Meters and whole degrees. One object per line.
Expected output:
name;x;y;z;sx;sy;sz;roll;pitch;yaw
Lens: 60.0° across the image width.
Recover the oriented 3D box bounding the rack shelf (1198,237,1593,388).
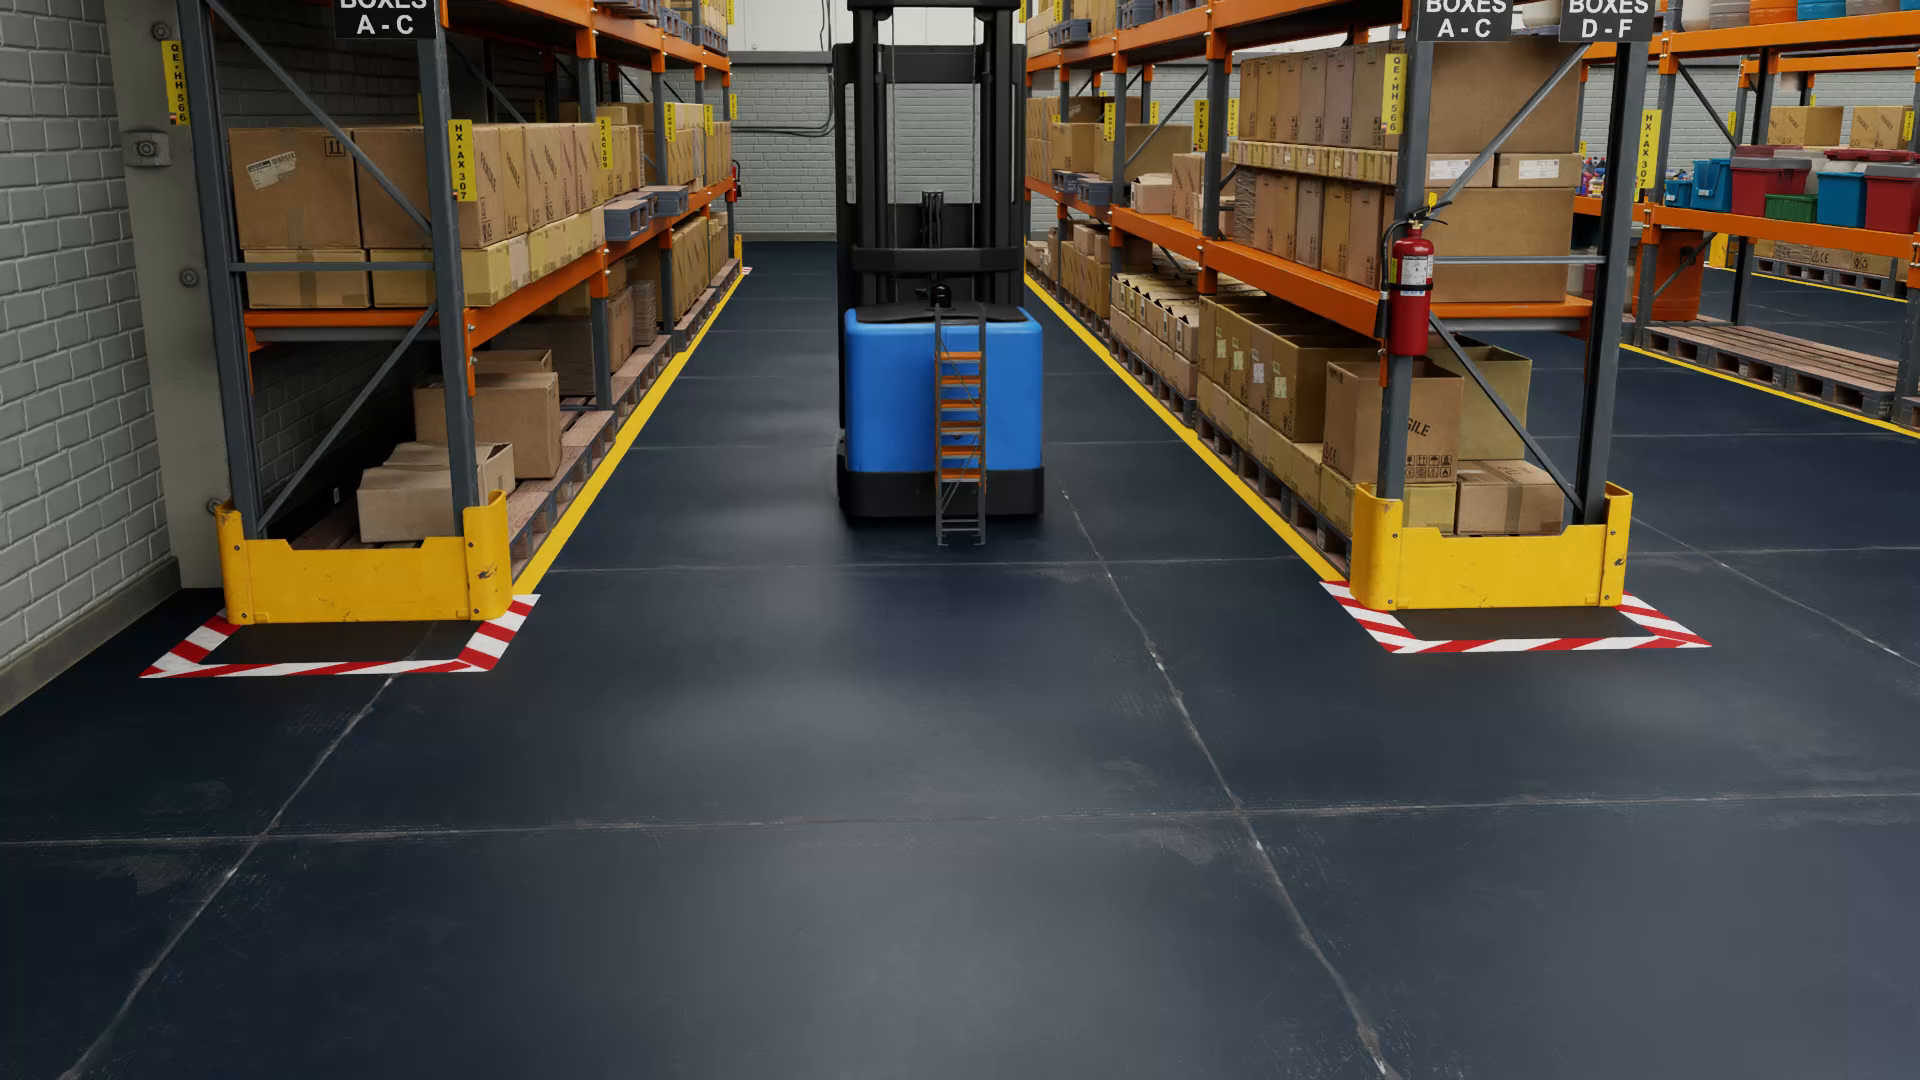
rack shelf;2.243;-1.348;9.191;1.077;0.370;4.000;-1;14;-3

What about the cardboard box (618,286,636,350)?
cardboard box;-3.060;-1.806;13.659;0.700;0.500;0.500;-1;14;-4

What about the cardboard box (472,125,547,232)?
cardboard box;-2.353;-1.797;8.248;0.500;0.500;0.500;-1;14;-5

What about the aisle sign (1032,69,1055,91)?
aisle sign;1.078;-6.450;22.358;0.394;0.787;0.004;-1;14;-3

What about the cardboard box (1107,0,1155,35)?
cardboard box;1.811;-4.798;14.935;0.910;0.500;0.500;-1;14;-3

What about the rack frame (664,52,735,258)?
rack frame;-3.568;-5.101;22.333;1.000;3.000;0.127;-1;14;-3

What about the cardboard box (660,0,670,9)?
cardboard box;-3.277;-5.463;16.634;0.700;0.500;0.500;-1;14;-4

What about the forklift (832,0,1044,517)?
forklift;-0.191;-1.852;9.841;1.130;2.935;3.031;-1;14;-4

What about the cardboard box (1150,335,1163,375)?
cardboard box;1.742;-1.418;12.692;0.500;0.250;0.500;-1;14;-2

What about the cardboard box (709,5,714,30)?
cardboard box;-3.118;-6.041;19.224;0.500;0.250;0.500;-1;14;-5

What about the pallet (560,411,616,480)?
pallet;-2.748;-0.600;10.434;1.003;0.211;1.213;-1;14;-3

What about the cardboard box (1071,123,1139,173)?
cardboard box;1.535;-4.144;17.571;0.700;0.500;0.500;1;14;5

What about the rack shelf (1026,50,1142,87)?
rack shelf;1.499;-5.786;20.417;1.077;0.370;4.000;-1;14;-3

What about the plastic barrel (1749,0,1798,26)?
plastic barrel;6.690;-4.555;13.329;0.600;0.830;0.708;-1;14;-3

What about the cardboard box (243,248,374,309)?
cardboard box;-2.800;-1.172;7.324;0.500;0.250;0.500;-1;14;-3

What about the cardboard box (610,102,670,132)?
cardboard box;-2.845;-3.801;14.937;0.500;0.250;0.500;-1;14;-2

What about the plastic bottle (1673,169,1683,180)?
plastic bottle;7.105;-3.527;16.450;0.061;0.283;0.133;-1;14;-3

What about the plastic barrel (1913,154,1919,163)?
plastic barrel;7.223;-2.577;12.249;0.433;0.535;0.433;0;14;0

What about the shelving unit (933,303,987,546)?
shelving unit;0.001;-0.577;8.363;0.258;1.200;0.189;-1;14;-3

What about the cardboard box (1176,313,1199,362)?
cardboard box;1.808;-1.434;11.630;0.500;0.311;0.500;-1;14;-3

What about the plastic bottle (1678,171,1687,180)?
plastic bottle;7.042;-3.458;16.206;0.097;0.271;0.097;0;14;0

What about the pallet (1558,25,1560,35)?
pallet;6.787;-5.145;16.863;1.003;0.211;1.213;-1;14;-3

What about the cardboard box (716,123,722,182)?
cardboard box;-3.433;-4.749;20.363;0.980;0.700;0.700;-2;15;-6

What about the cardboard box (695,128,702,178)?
cardboard box;-2.999;-4.071;17.491;0.500;0.500;0.500;-1;14;-3

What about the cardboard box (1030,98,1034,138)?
cardboard box;1.180;-5.467;21.547;0.500;0.500;0.500;-1;14;-3

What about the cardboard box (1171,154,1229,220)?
cardboard box;1.991;-2.820;13.268;0.500;0.500;0.500;-2;15;-6

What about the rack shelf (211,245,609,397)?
rack shelf;-2.701;-1.271;8.891;1.077;0.370;4.000;-1;14;-3

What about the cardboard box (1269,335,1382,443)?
cardboard box;1.960;-0.812;8.832;0.500;0.500;0.500;-1;14;-3

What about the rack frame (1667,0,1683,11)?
rack frame;6.815;-6.170;14.447;1.000;3.000;0.127;-1;14;-3

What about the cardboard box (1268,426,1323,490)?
cardboard box;1.963;-0.449;8.925;0.500;0.250;0.500;-1;14;-3

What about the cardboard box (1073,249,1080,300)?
cardboard box;1.478;-2.805;17.544;0.500;0.500;0.500;-1;14;-3

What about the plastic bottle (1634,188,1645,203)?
plastic bottle;6.364;-3.302;15.575;0.061;0.283;0.133;-1;14;-3

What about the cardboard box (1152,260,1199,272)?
cardboard box;2.090;-2.439;16.121;0.500;0.500;0.500;-1;14;-5

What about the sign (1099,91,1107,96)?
sign;1.931;-5.896;22.464;0.100;0.325;0.005;-1;14;-3

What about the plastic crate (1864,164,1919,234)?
plastic crate;6.728;-2.417;11.770;0.402;0.464;0.583;-1;14;-3

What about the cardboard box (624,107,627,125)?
cardboard box;-3.021;-3.602;14.121;0.380;0.149;0.250;-3;15;-11

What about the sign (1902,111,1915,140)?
sign;10.957;-4.785;19.206;0.100;0.325;0.005;-1;14;-3

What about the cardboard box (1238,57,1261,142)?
cardboard box;2.153;-2.761;10.432;0.700;0.500;0.500;-1;14;-3

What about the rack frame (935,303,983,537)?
rack frame;-0.005;-0.600;8.451;0.240;1.200;0.006;-1;14;-3

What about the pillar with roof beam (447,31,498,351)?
pillar with roof beam;0.441;-5.747;12.803;9.100;9.000;0.400;-1;14;-3

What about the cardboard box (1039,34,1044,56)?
cardboard box;1.242;-6.054;20.317;0.500;0.250;0.500;-1;14;-3

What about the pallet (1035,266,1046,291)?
pallet;1.503;-3.308;20.961;1.003;0.211;1.213;-1;14;-3

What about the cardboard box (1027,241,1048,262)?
cardboard box;1.157;-3.796;21.896;0.500;0.250;0.500;-1;14;-3

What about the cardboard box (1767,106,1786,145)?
cardboard box;11.054;-5.517;22.150;0.500;0.500;0.500;-1;14;-5

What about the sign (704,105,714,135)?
sign;-2.780;-4.640;18.374;0.100;0.325;0.005;-1;14;-3

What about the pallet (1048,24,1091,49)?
pallet;1.594;-5.382;17.783;1.213;0.211;1.003;-1;14;-3

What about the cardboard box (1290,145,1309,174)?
cardboard box;2.042;-2.102;9.173;0.380;0.149;0.250;-1;14;-4

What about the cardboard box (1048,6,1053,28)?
cardboard box;1.295;-6.047;19.288;0.500;0.250;0.500;-1;14;-3

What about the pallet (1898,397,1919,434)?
pallet;7.063;-0.752;11.024;1.003;0.211;1.213;-1;14;-3

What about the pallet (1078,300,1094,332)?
pallet;1.790;-2.328;17.149;1.003;0.211;1.213;-1;14;-3

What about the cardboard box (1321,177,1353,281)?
cardboard box;2.288;-1.618;8.596;0.700;0.500;0.500;-1;14;-3
